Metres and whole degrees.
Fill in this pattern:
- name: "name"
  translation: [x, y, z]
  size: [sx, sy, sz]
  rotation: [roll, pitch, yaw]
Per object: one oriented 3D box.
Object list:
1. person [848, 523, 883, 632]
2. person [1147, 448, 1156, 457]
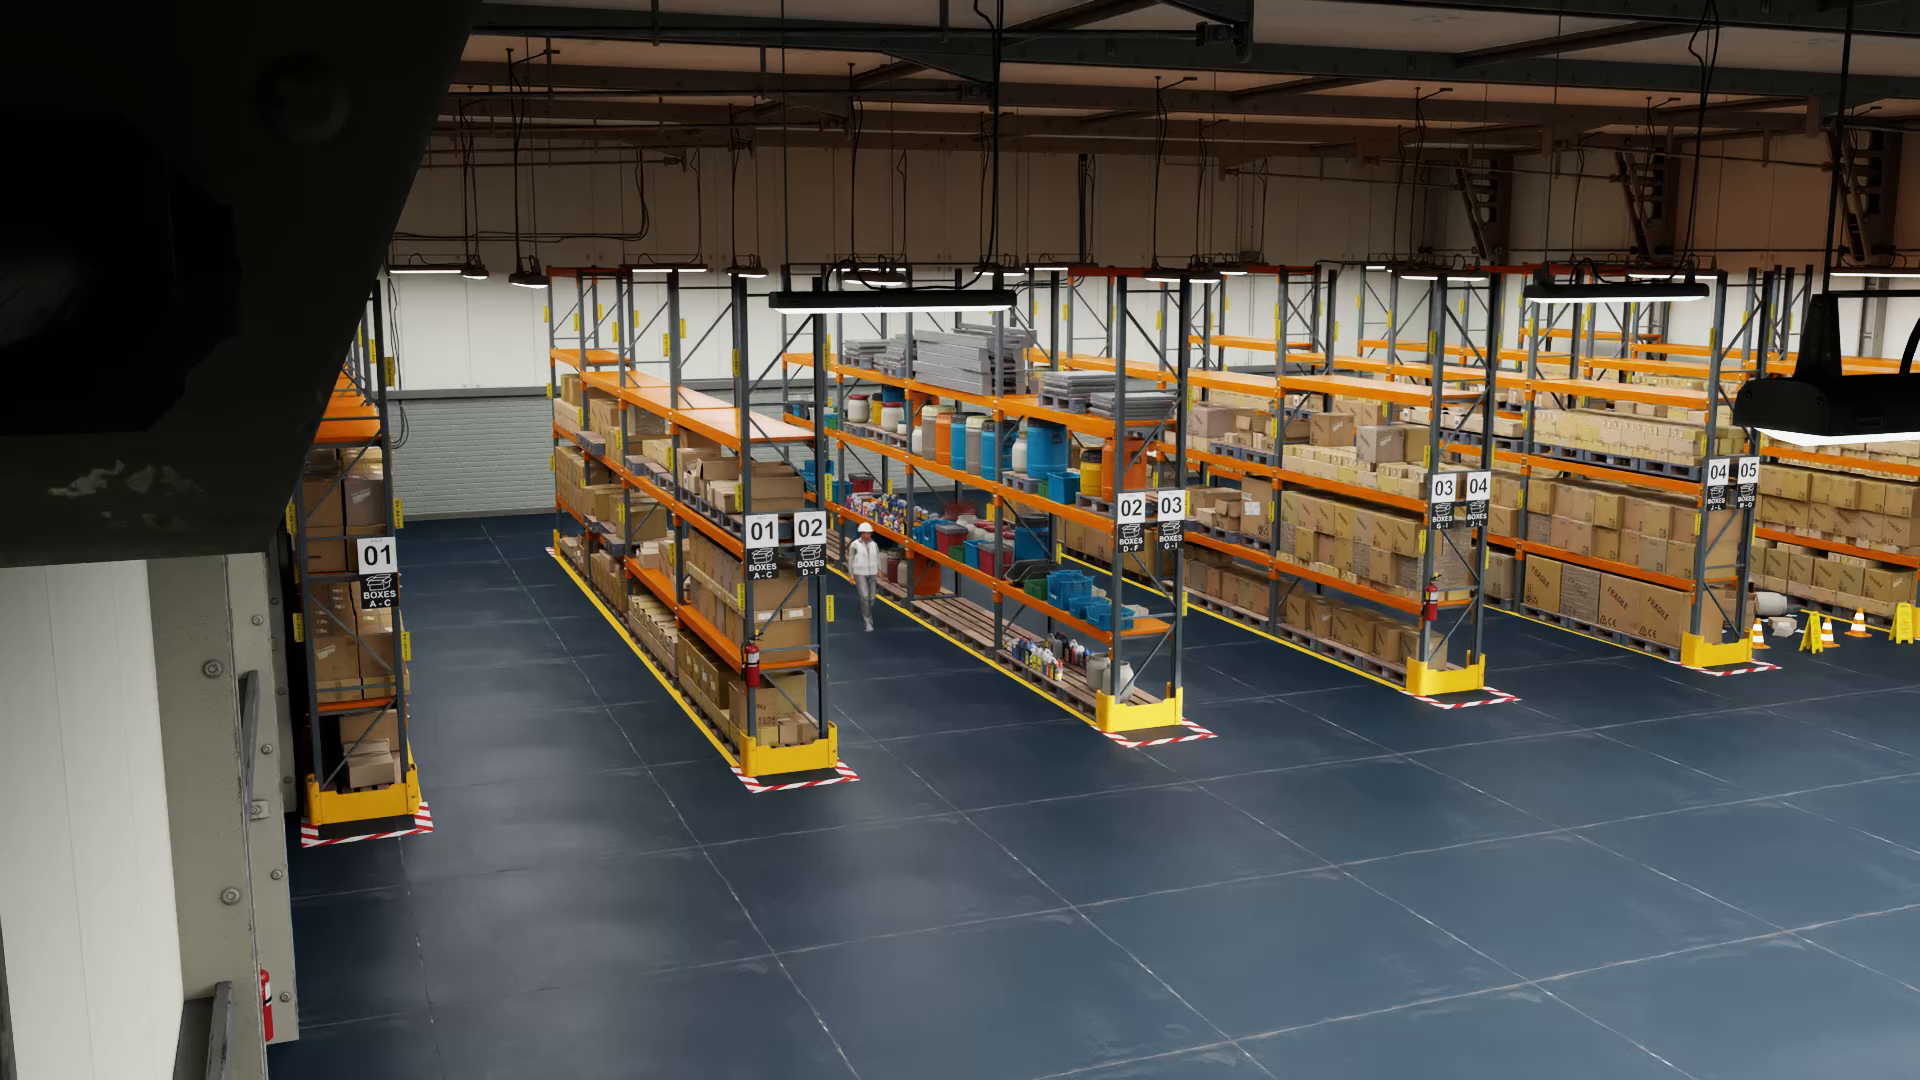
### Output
- name: "person"
  translation: [-1.529, 0.616, 28.098]
  size: [0.569, 1.778, 0.725]
  rotation: [-6, 11, -29]
- name: "person"
  translation: [4.697, -1.672, 41.065]
  size: [0.583, 1.749, 0.685]
  rotation: [5, 11, 28]
